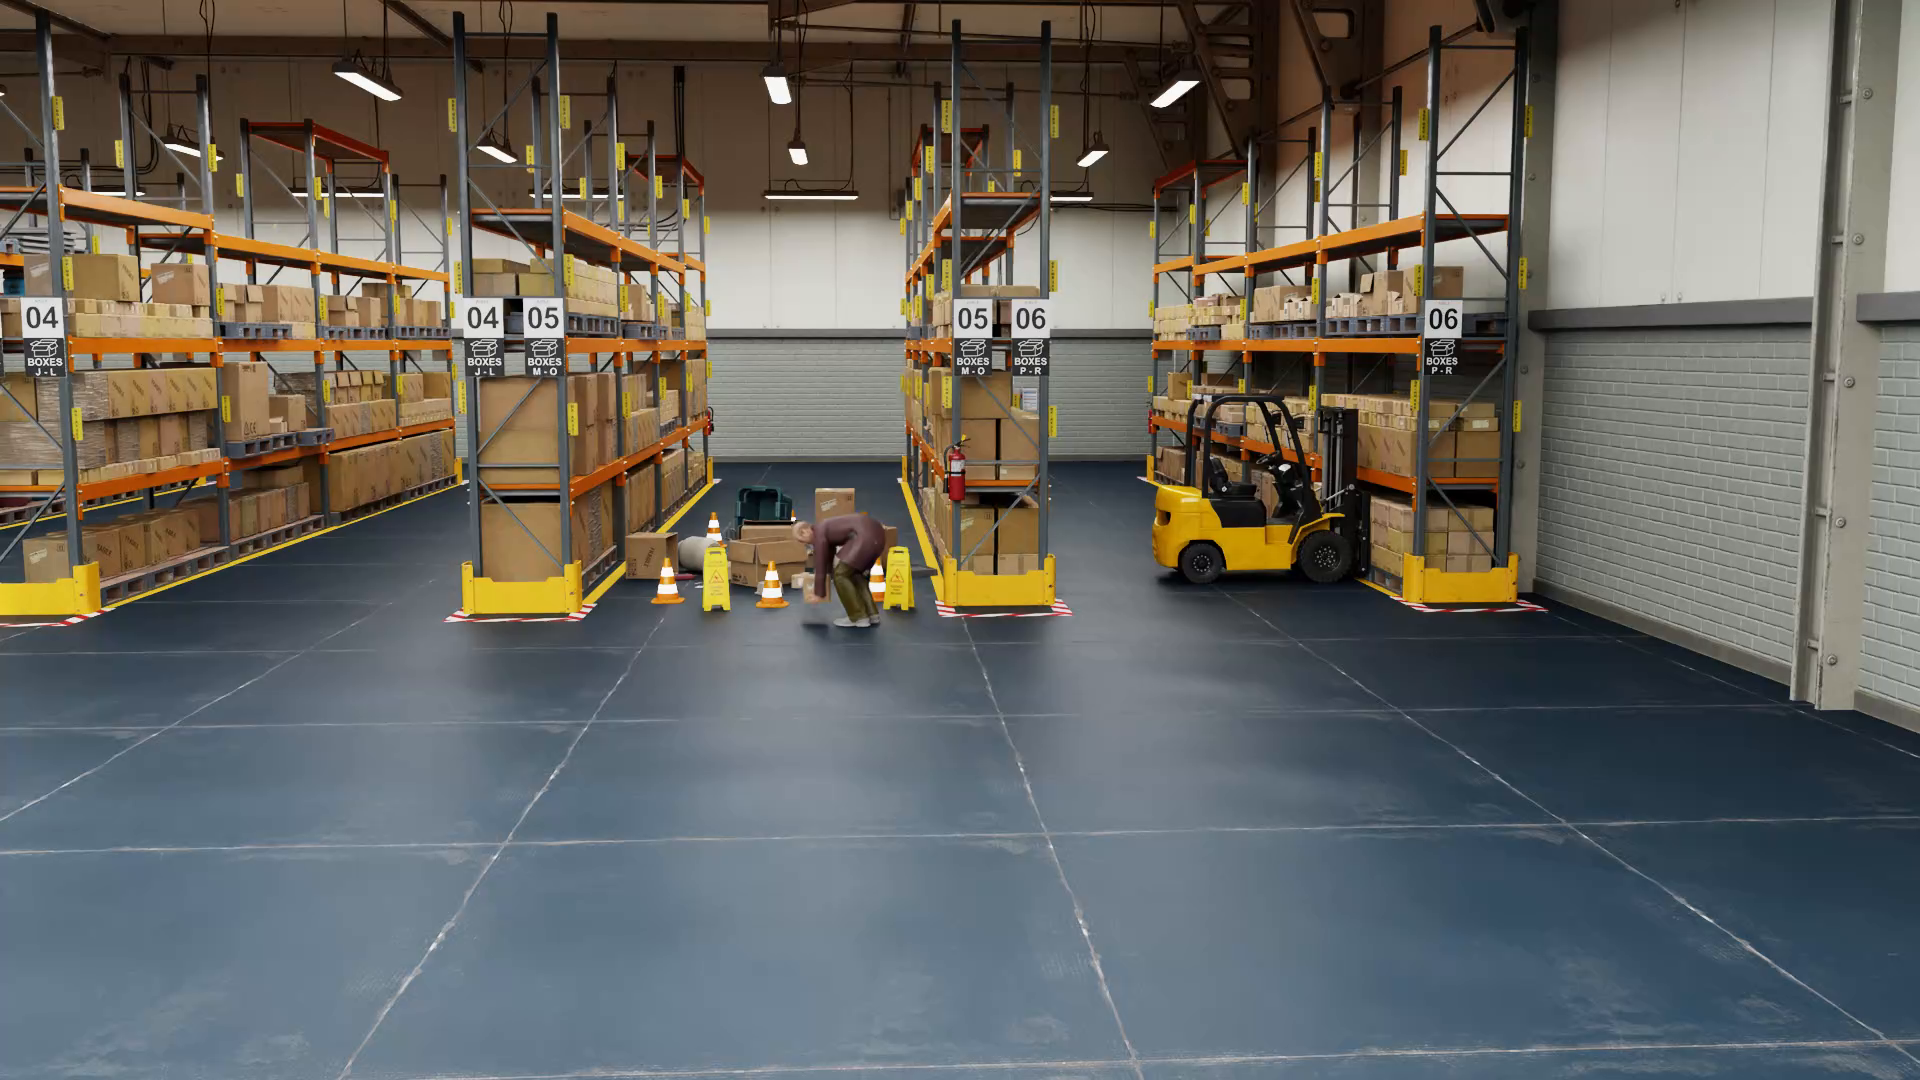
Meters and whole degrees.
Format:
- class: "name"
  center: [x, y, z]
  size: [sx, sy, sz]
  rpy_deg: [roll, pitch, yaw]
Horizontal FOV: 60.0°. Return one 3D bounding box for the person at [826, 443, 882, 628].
- class: "person"
  center: [-1.025, -0.053, 16.216]
  size: [0.489, 1.782, 0.569]
  rpy_deg: [3, 7, 21]
